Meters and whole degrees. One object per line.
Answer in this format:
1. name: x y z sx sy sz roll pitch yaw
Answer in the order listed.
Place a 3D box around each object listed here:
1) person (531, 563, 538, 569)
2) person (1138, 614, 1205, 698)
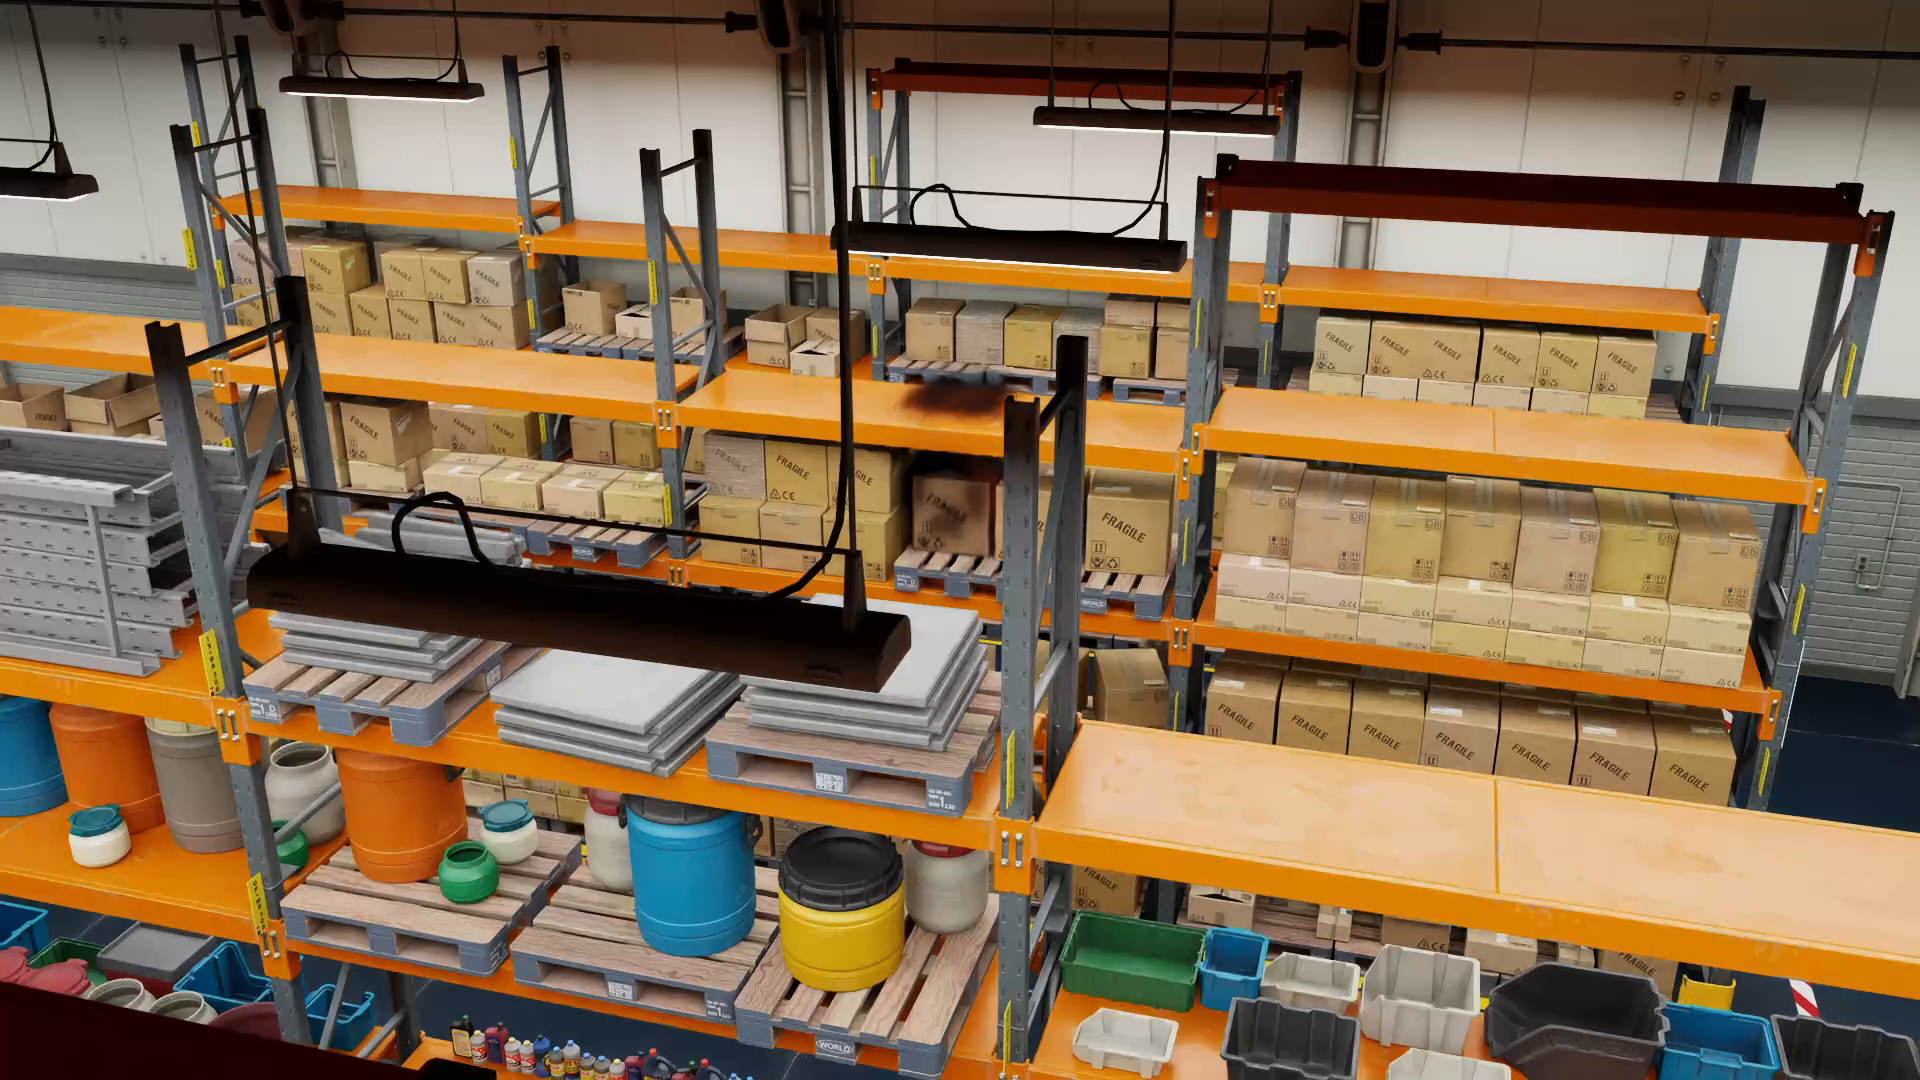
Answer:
1. person: -4.626 0.514 17.425 0.518 1.714 0.337 7 24 17
2. person: 2.055 0.854 16.546 0.783 1.735 0.719 4 23 9
